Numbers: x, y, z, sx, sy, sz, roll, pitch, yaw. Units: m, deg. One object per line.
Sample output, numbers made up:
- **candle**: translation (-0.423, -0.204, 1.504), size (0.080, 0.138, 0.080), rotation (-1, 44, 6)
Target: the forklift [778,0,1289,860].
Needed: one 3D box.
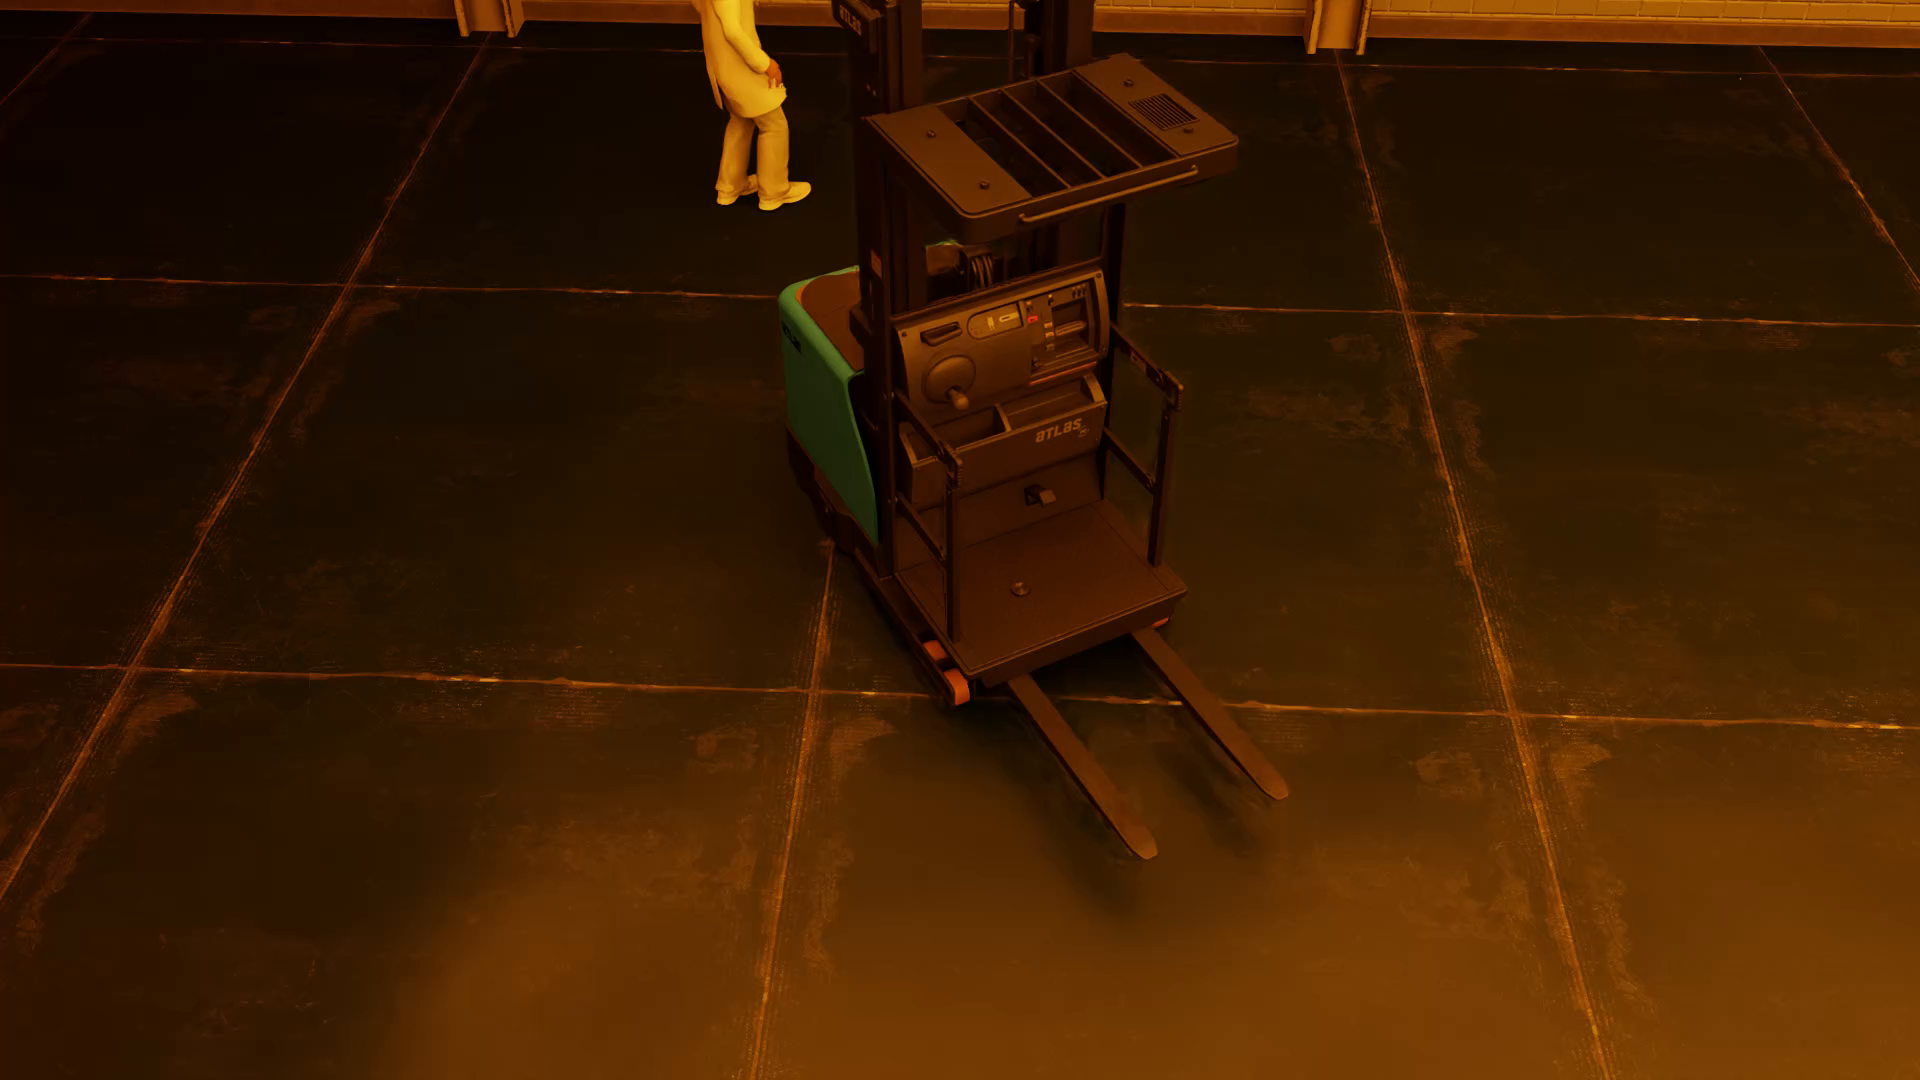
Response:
- **forklift**: translation (0.286, -0.719, 6.530), size (1.130, 2.935, 3.031), rotation (-20, 46, -20)

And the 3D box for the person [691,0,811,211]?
- **person**: translation (-1.240, -2.786, 9.674), size (0.554, 1.752, 0.794), rotation (-24, 47, -24)
